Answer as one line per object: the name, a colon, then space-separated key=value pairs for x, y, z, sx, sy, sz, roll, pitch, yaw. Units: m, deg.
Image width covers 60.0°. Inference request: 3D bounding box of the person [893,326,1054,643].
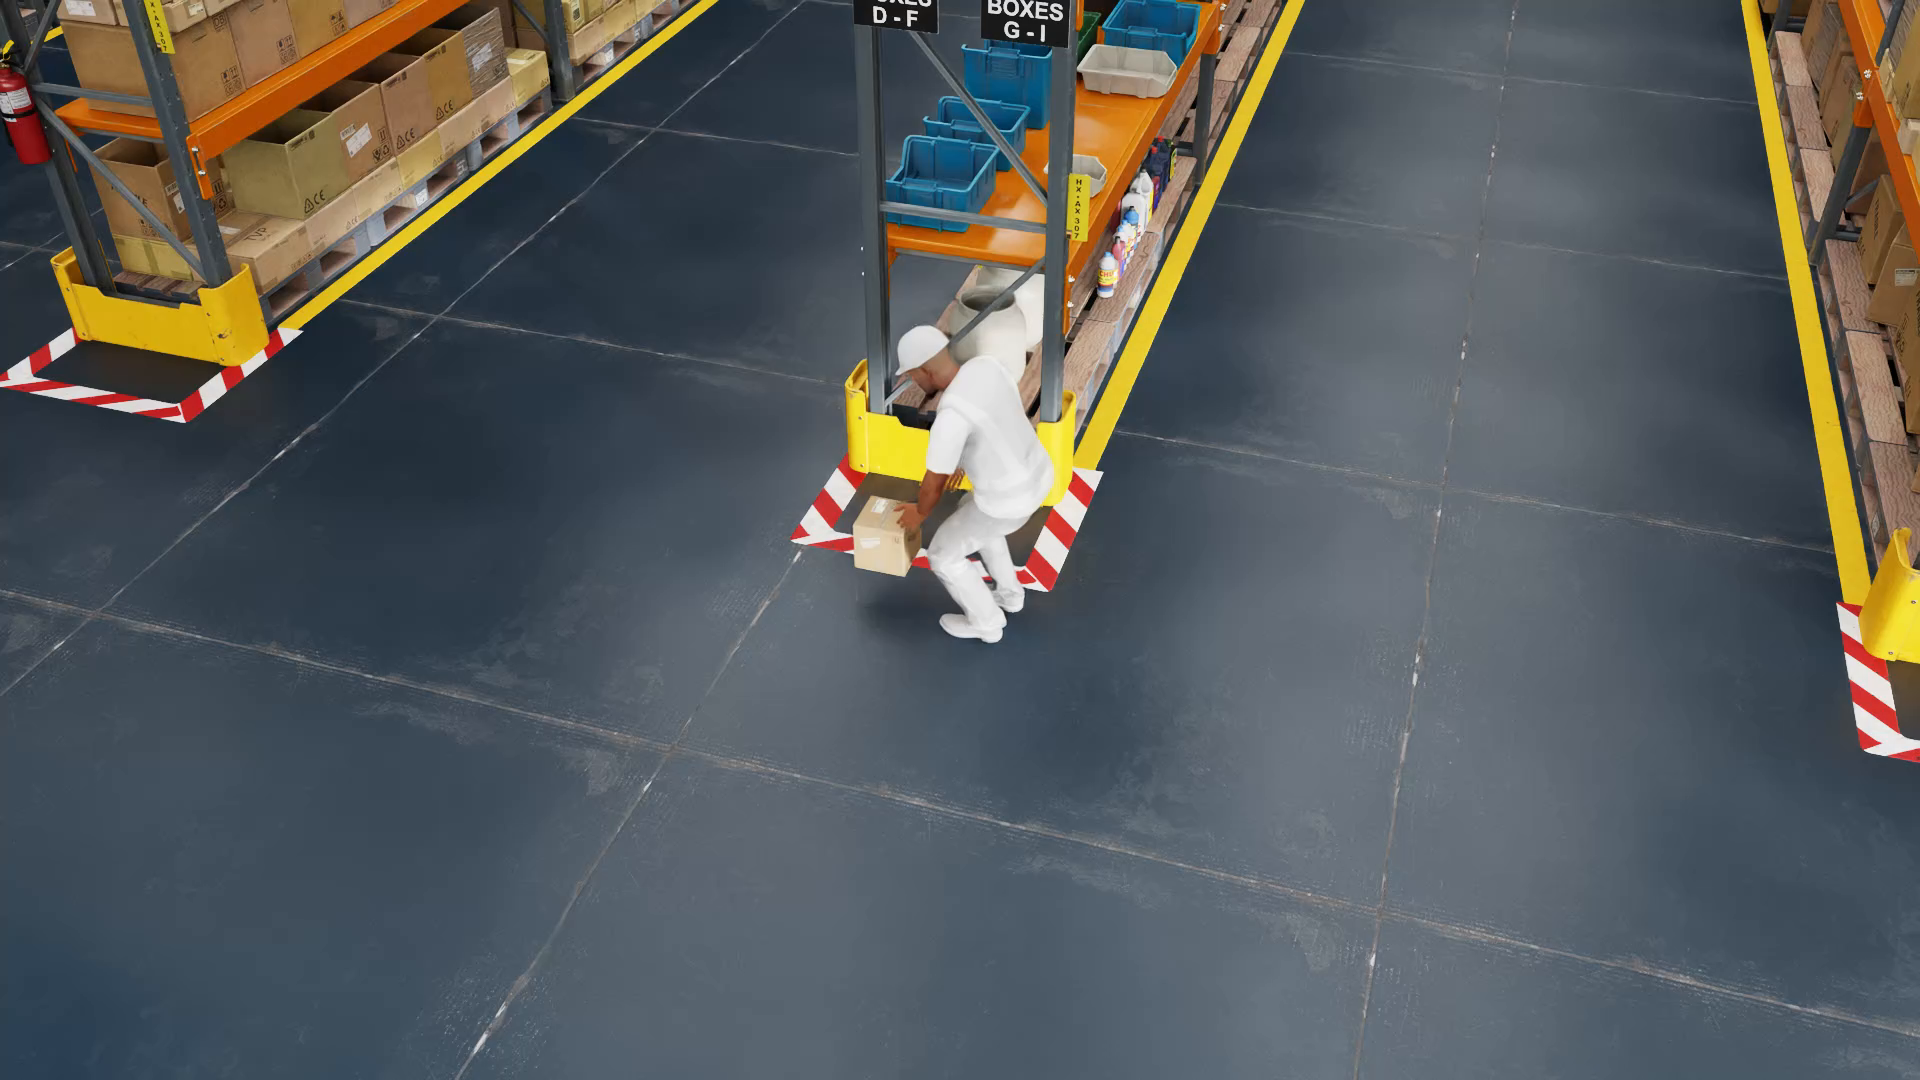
person: x=0.050 y=-0.236 z=7.395 sx=0.687 sy=1.517 sz=0.627 roll=16 pitch=40 yaw=20
